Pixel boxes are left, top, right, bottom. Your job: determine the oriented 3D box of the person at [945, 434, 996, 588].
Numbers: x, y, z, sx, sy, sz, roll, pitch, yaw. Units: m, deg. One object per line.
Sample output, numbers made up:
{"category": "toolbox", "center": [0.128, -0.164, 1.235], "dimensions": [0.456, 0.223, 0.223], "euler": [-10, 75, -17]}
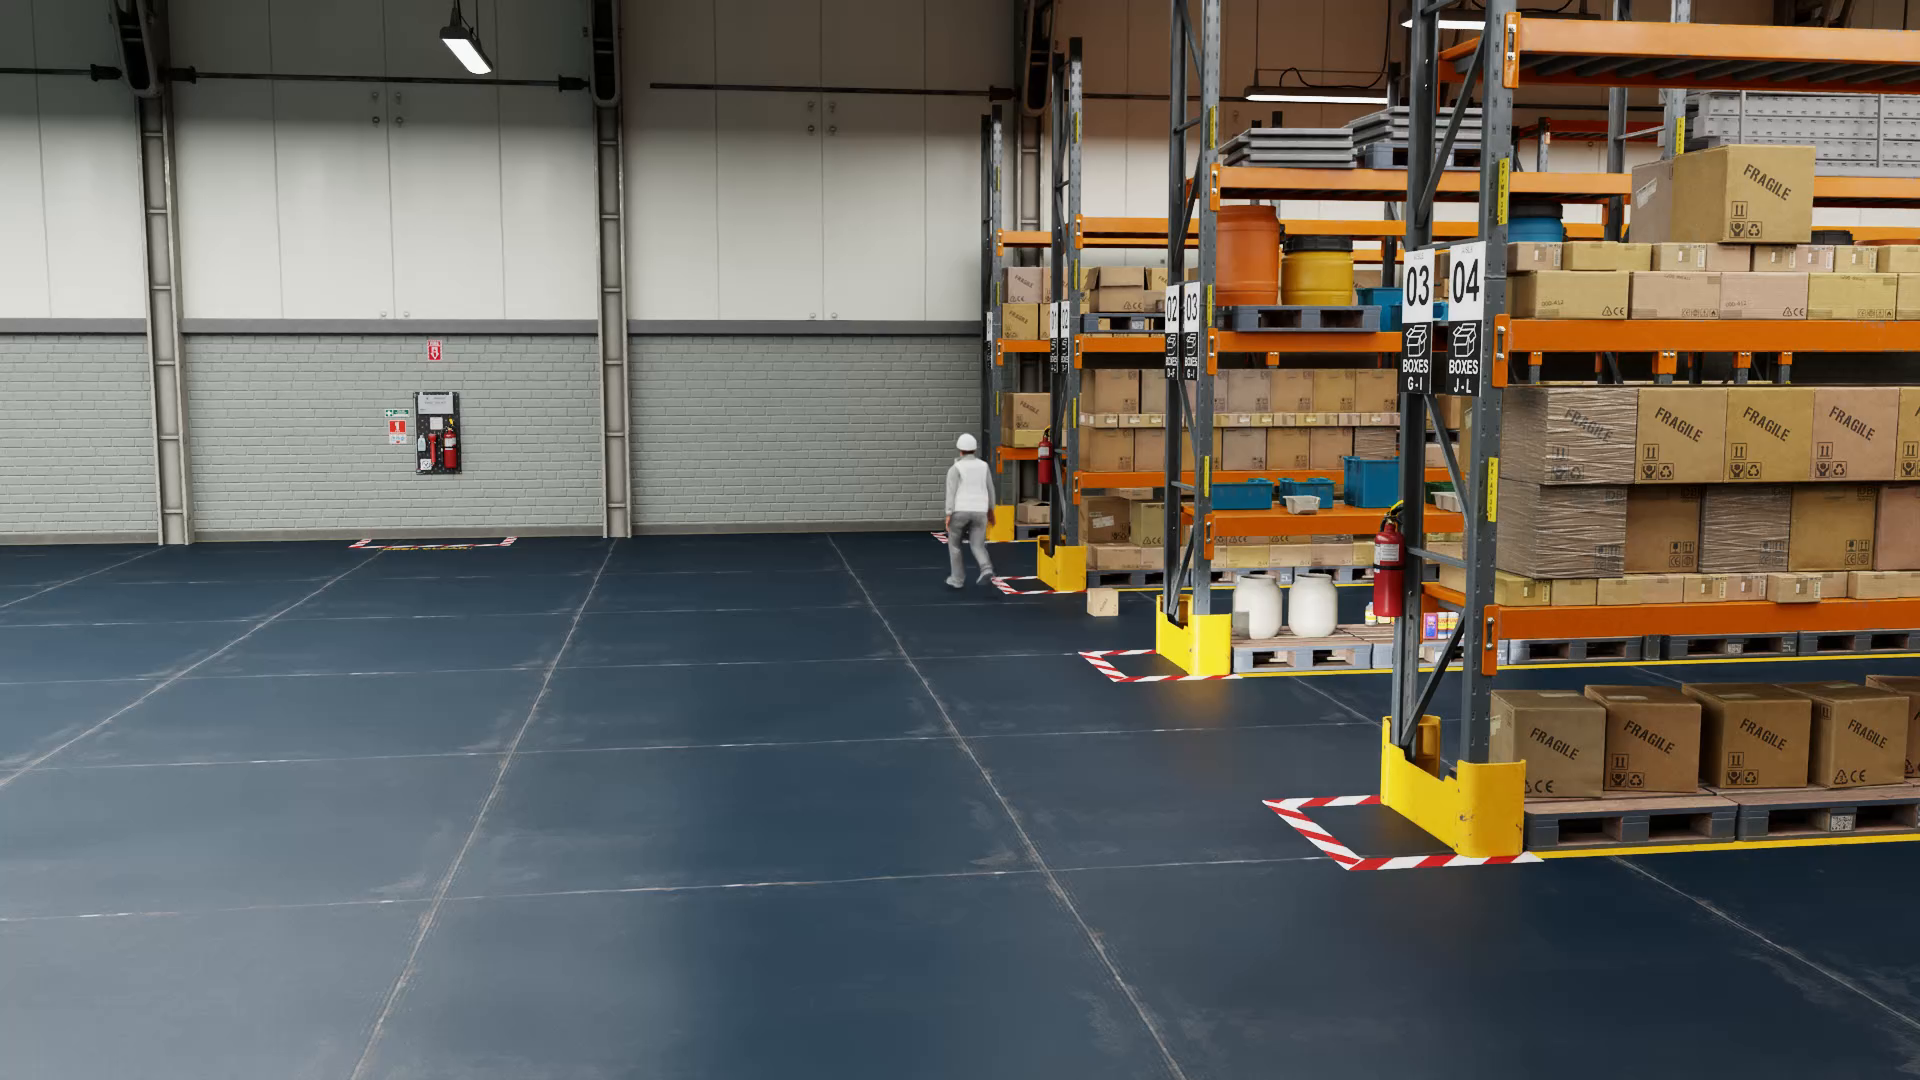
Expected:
{"category": "person", "center": [0.132, -0.305, 18.363], "dimensions": [0.618, 1.730, 0.951], "euler": [-3, 7, -23]}
